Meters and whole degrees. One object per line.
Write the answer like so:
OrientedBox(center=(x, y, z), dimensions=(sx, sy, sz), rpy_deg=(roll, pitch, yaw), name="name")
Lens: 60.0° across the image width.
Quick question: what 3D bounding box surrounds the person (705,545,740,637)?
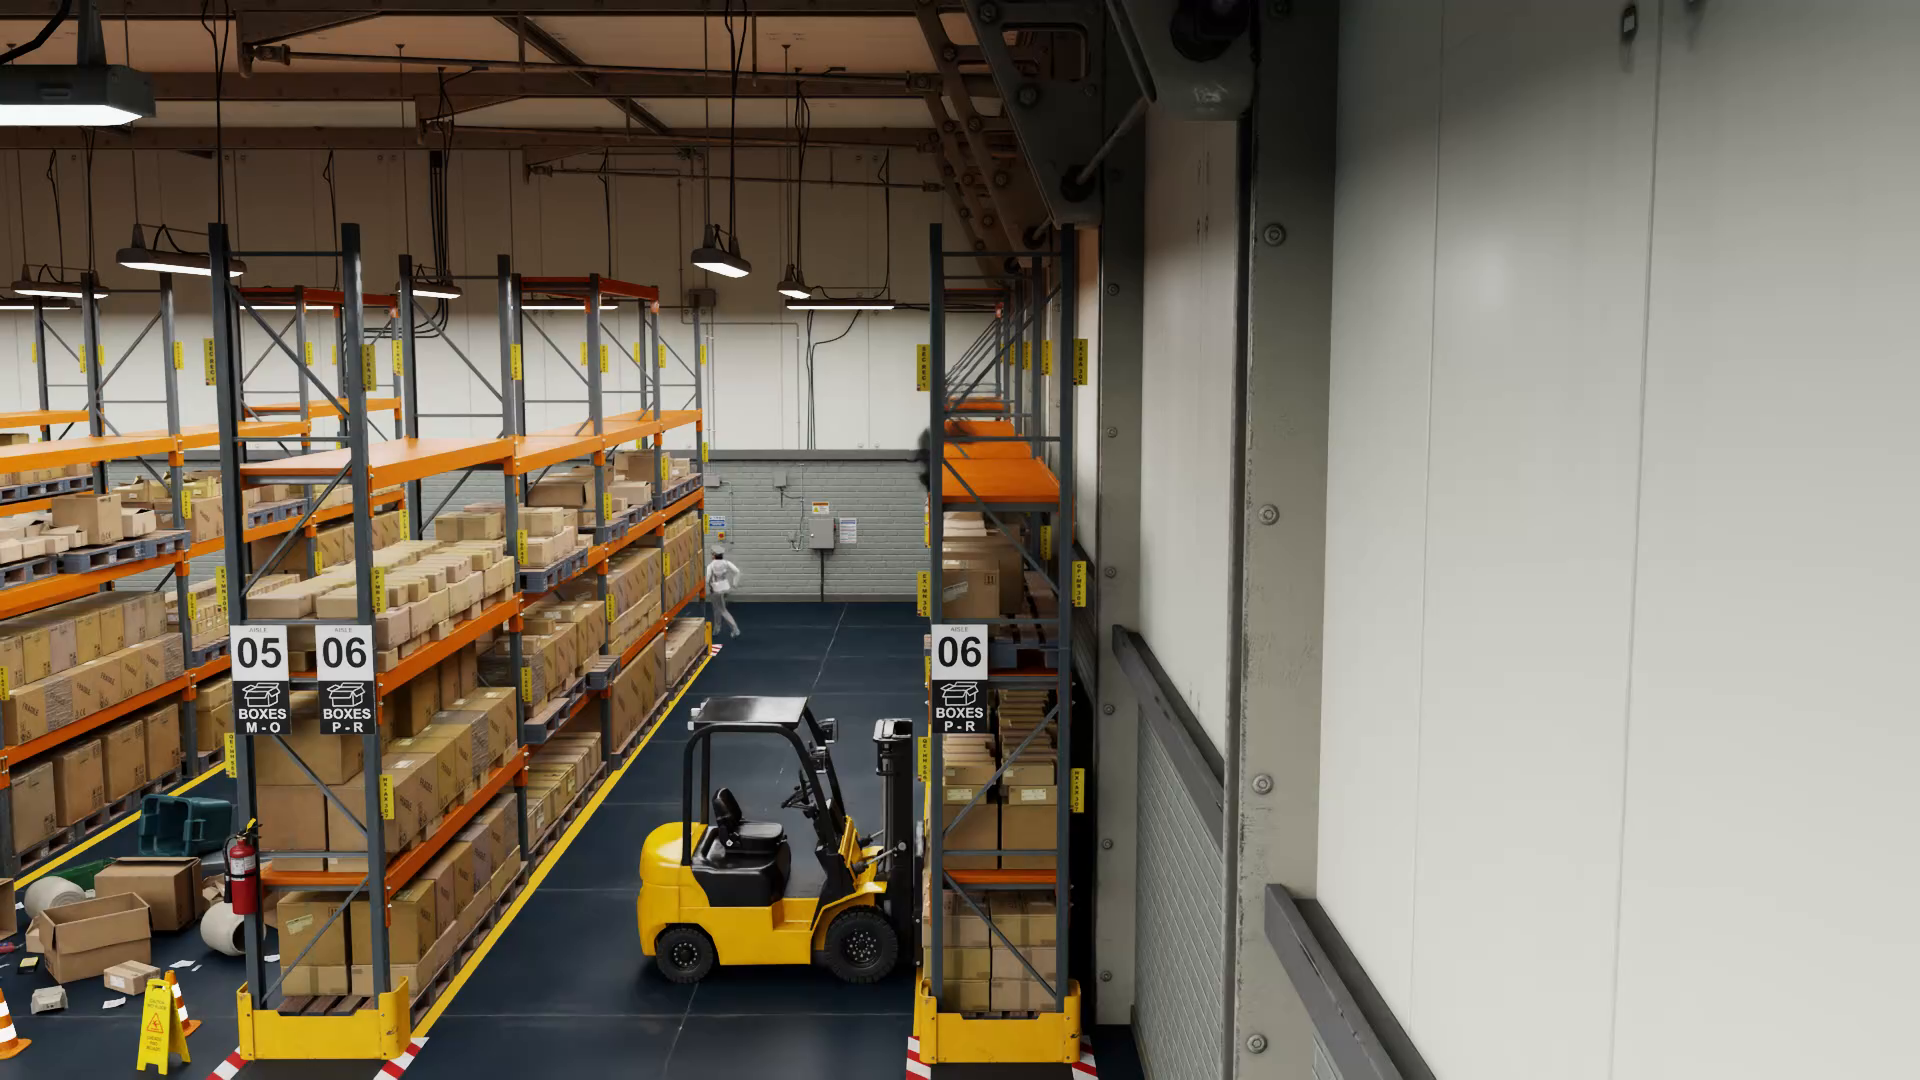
OrientedBox(center=(-4.264, 0.920, 29.226), dimensions=(0.773, 1.690, 0.603), rpy_deg=(5, 9, 39), name="person")
